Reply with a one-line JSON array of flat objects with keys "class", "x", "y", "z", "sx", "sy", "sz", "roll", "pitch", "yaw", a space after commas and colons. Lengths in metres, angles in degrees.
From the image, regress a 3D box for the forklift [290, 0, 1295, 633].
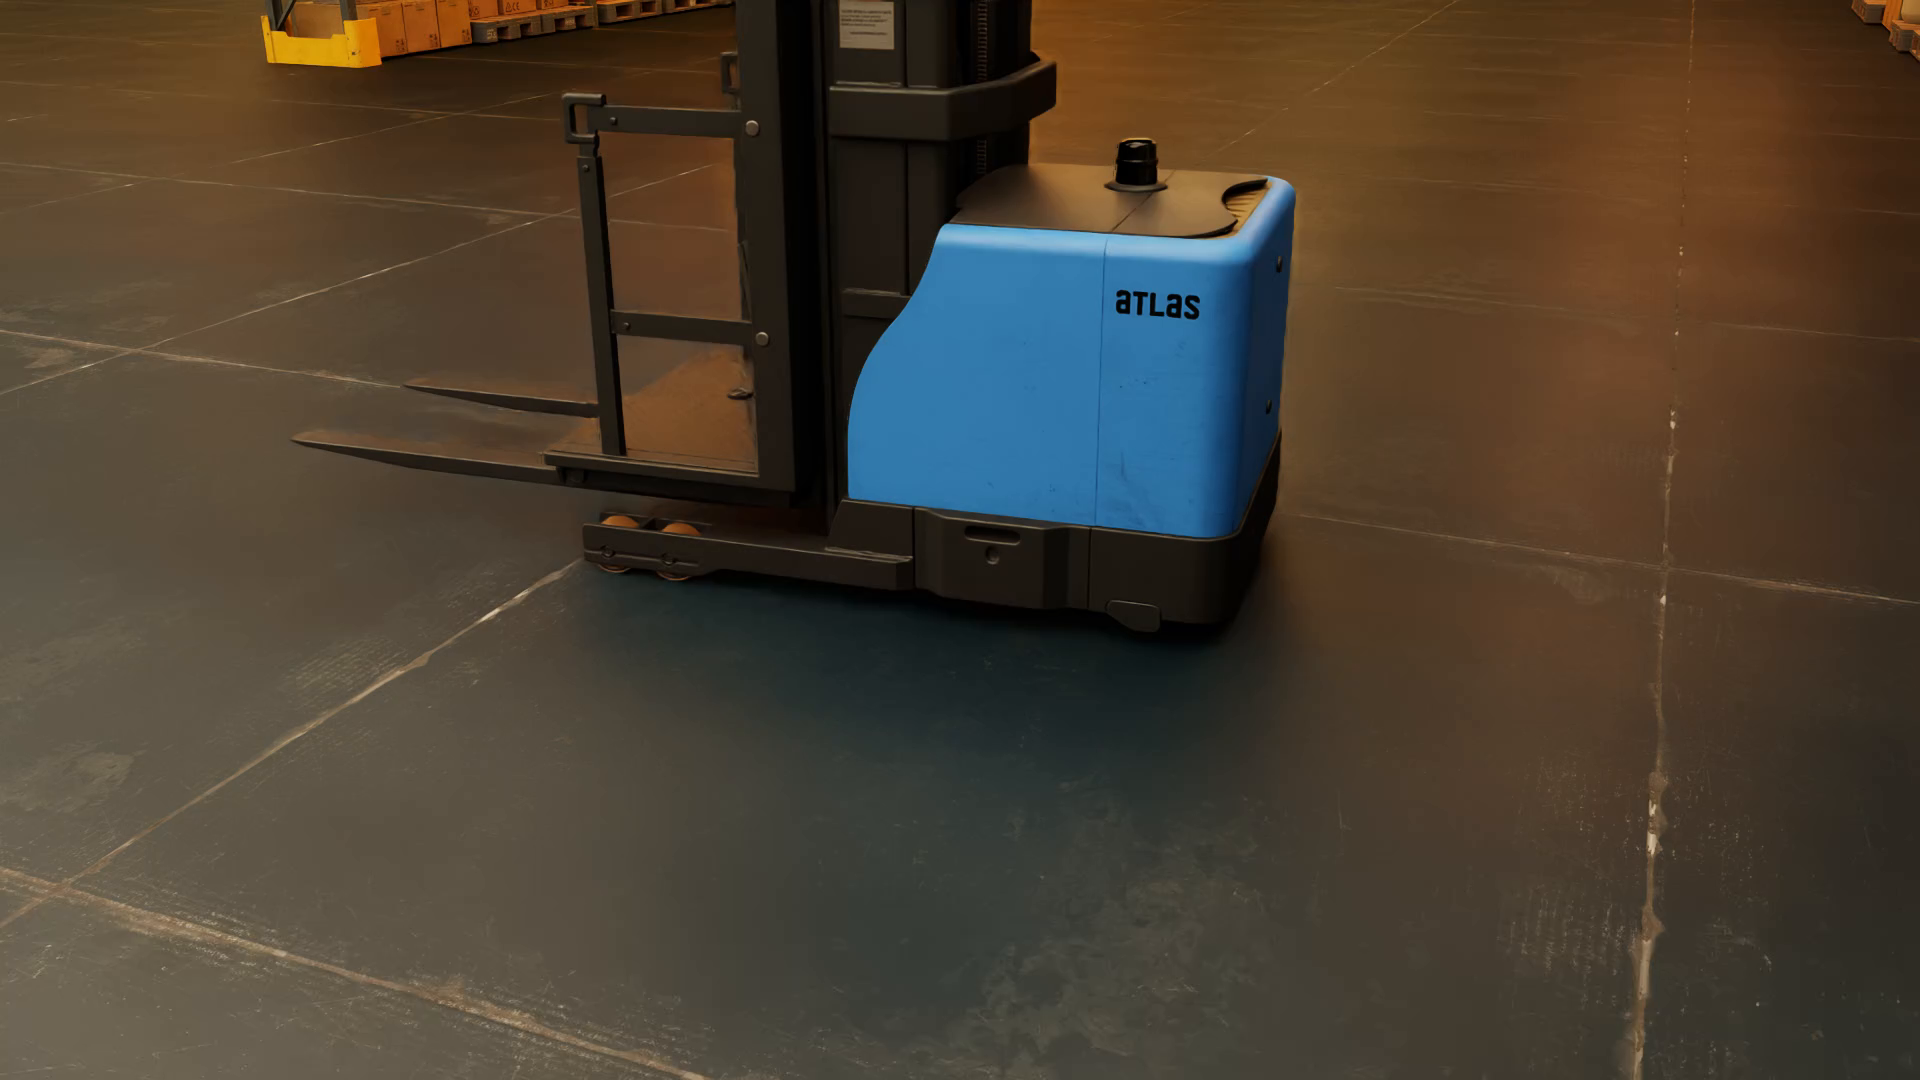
[{"class": "forklift", "x": -0.588, "y": -1.419, "z": 4.686, "sx": 3.031, "sy": 2.935, "sz": 1.130, "roll": 7, "pitch": 24, "yaw": 16}]
